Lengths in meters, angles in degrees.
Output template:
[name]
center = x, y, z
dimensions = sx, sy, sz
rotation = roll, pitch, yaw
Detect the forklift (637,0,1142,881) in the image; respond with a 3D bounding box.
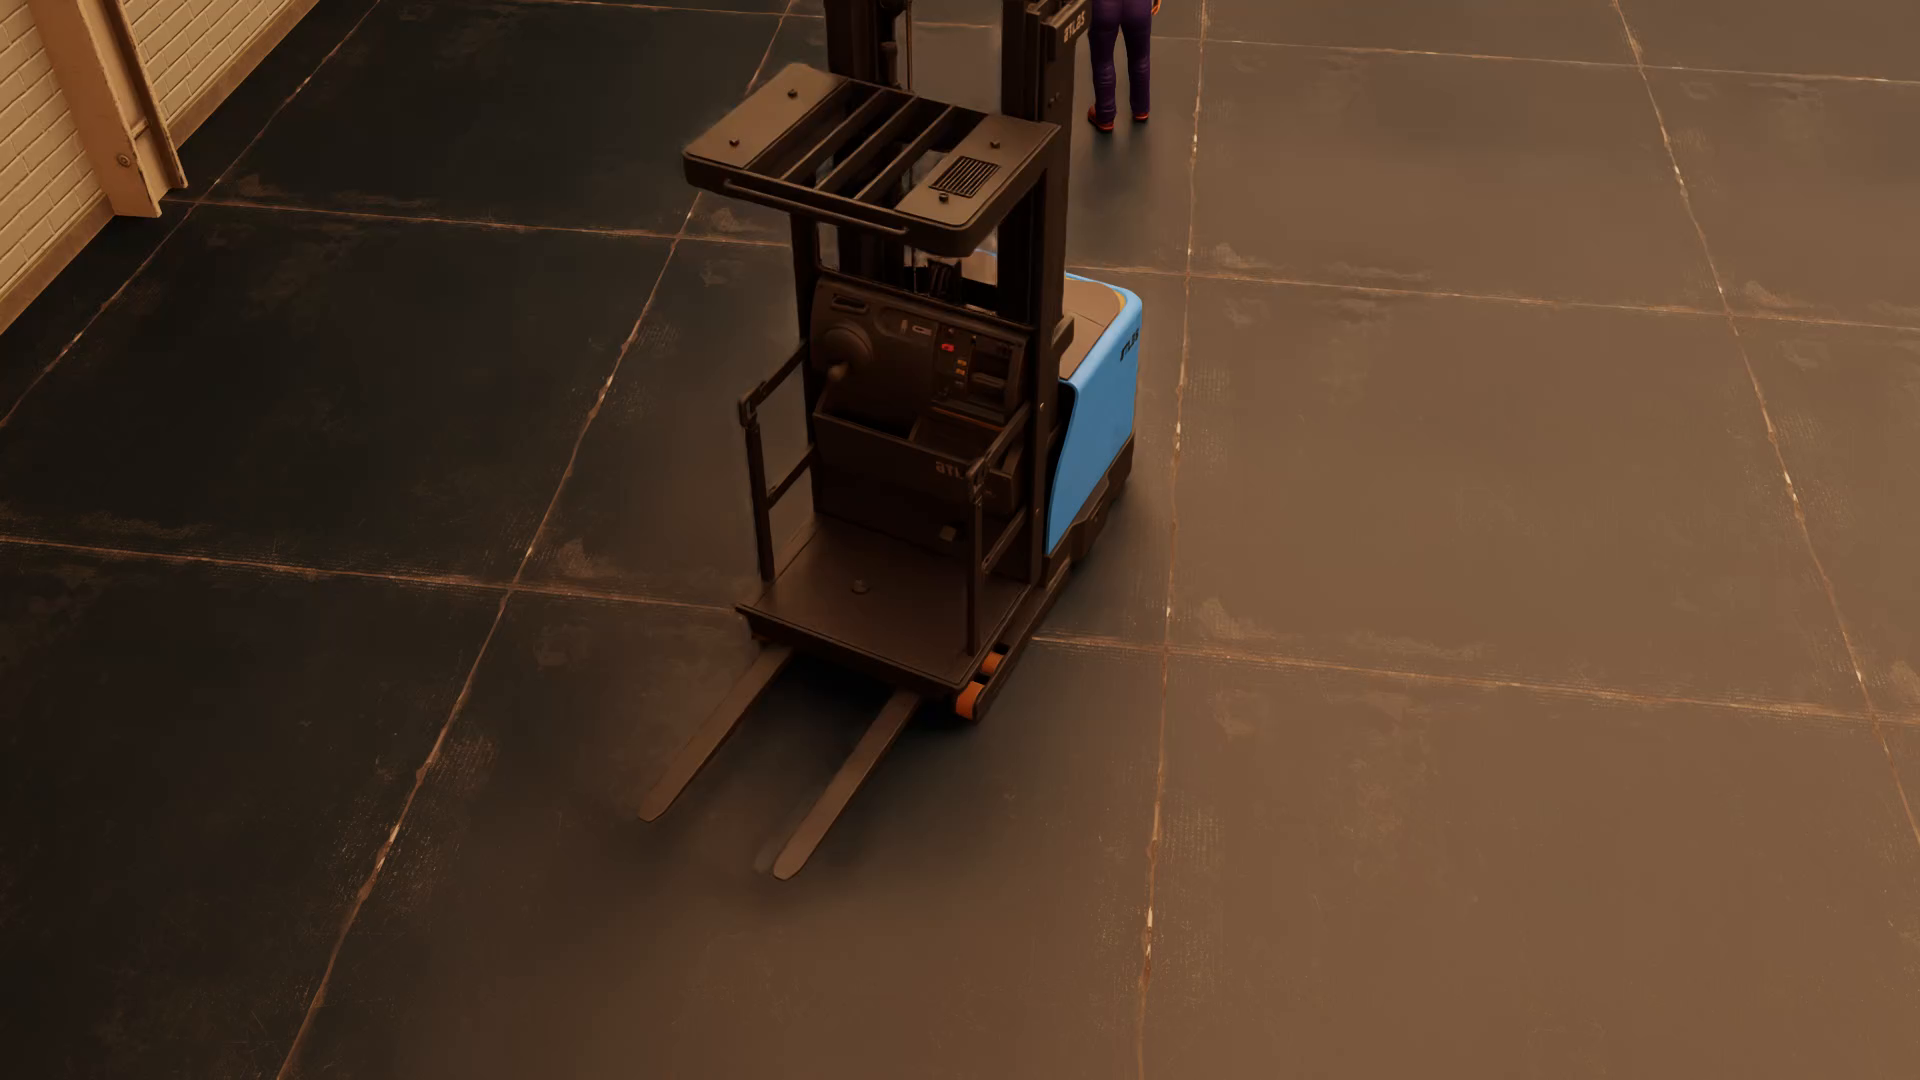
[forklift]
center = -0.269, -0.663, 6.446
dimensions = 1.130, 2.935, 3.031
rotation = 19, 46, 19

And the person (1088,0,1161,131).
[person]
center = 0.979, -3.343, 10.302
dimensions = 0.598, 1.651, 0.502
rotation = -5, 43, -5
